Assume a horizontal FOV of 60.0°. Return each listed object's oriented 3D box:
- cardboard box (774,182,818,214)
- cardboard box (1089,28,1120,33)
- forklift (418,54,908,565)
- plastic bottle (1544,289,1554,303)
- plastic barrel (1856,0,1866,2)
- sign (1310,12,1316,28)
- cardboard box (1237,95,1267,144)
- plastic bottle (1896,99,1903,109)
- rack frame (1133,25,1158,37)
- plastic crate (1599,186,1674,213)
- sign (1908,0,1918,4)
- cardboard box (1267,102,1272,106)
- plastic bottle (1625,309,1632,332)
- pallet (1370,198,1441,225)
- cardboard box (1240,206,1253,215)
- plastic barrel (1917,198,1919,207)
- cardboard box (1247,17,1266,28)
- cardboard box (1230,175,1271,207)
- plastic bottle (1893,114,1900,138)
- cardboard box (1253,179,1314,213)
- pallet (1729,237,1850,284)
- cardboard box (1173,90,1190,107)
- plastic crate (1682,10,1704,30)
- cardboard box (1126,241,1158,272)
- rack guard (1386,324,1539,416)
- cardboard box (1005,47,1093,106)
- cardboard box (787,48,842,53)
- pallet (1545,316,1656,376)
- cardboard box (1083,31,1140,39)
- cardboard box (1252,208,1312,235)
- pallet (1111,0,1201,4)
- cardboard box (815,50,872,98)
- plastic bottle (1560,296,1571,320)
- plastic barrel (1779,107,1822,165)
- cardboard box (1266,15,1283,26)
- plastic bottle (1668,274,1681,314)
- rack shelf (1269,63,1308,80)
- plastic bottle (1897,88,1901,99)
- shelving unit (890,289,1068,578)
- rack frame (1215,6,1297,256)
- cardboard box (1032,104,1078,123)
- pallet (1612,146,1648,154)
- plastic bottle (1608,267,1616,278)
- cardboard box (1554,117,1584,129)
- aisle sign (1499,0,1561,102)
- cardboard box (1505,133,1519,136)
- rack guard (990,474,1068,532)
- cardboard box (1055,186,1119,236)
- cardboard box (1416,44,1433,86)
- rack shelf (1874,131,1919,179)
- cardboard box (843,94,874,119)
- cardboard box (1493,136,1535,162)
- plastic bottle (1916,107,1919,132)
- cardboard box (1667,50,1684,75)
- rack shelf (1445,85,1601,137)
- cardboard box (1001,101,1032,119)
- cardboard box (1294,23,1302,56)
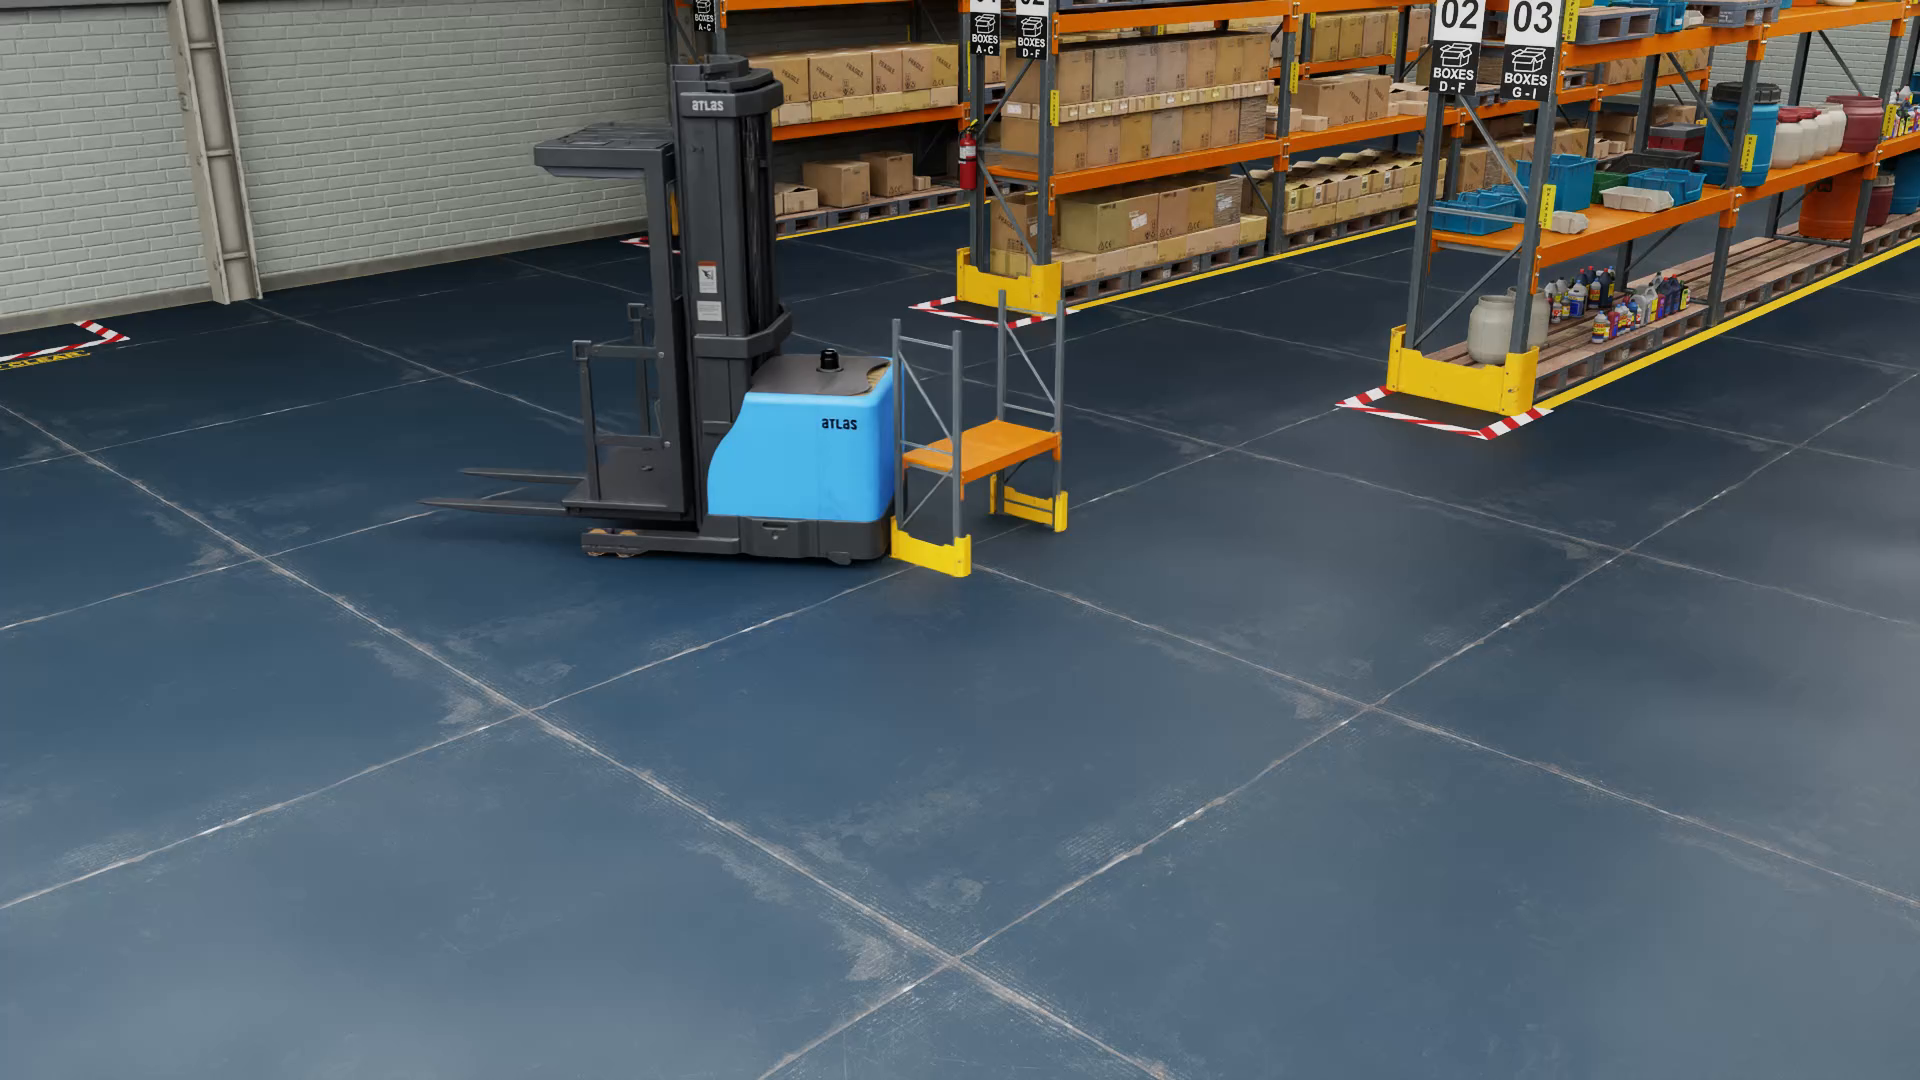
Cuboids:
[{"bbox_3d":[-2.110,-4.258,20.607,0.500,0.311,0.500,-17,27,-38],"label":"cardboard box"},{"bbox_3d":[2.093,-7.435,24.080,0.380,0.149,0.250,14,25,32],"label":"cardboard box"},{"bbox_3d":[-1.904,-1.441,10.238,3.031,2.935,1.130,3,21,8],"label":"forklift"},{"bbox_3d":[5.302,-2.136,15.134,0.152,0.276,0.135,18,28,39],"label":"plastic bottle"},{"bbox_3d":[9.488,-5.834,17.609,0.294,0.245,0.294,0,21,0],"label":"plastic barrel"},{"bbox_3d":[5.712,-8.461,26.903,0.100,0.325,0.005,19,28,41],"label":"sign"},{"bbox_3d":[2.982,-4.726,18.551,0.700,0.500,0.500,18,28,39],"label":"cardboard box"},{"bbox_3d":[11.665,-5.374,20.653,0.097,0.201,0.097,0,21,0],"label":"plastic bottle"},{"bbox_3d":[2.526,-7.063,24.768,1.000,3.000,0.127,19,28,41],"label":"rack frame"},{"bbox_3d":[5.882,-2.951,14.439,0.530,0.136,0.437,19,28,41],"label":"plastic crate"},{"bbox_3d":[10.023,-5.798,17.444,0.100,0.325,0.005,19,28,41],"label":"sign"},{"bbox_3d":[3.769,-5.005,19.602,0.396,0.266,0.258,18,28,39],"label":"cardboard box"},{"bbox_3d":[5.909,-1.953,14.762,0.097,0.201,0.097,0,21,0],"label":"plastic bottle"},{"bbox_3d":[5.475,-4.320,21.520,1.003,0.211,1.213,19,28,41],"label":"pallet"},{"bbox_3d":[3.369,-3.887,19.754,0.500,0.250,0.500,19,28,40],"label":"cardboard box"},{"bbox_3d":[12.022,-4.692,20.941,0.600,0.901,0.708,19,28,41],"label":"plastic barrel"},{"bbox_3d":[4.454,-8.191,26.078,0.500,0.250,0.500,-19,28,-41],"label":"cardboard box"},{"bbox_3d":[3.364,-4.146,19.645,0.500,0.311,0.500,19,28,41],"label":"cardboard box"},{"bbox_3d":[10.480,-4.674,18.728,0.152,0.276,0.135,19,28,41],"label":"plastic bottle"},{"bbox_3d":[3.754,-4.014,19.302,0.500,0.311,0.500,19,28,41],"label":"cardboard box"},{"bbox_3d":[9.056,-3.092,18.325,1.003,0.211,1.213,19,28,41],"label":"pallet"},{"bbox_3d":[2.181,-4.626,17.387,0.250,0.149,0.380,-19,28,-40],"label":"cardboard box"},{"bbox_3d":[6.003,-4.318,13.815,0.243,0.136,0.396,19,28,41],"label":"plastic crate"},{"bbox_3d":[1.725,-3.020,17.498,0.500,0.250,0.500,19,28,41],"label":"cardboard box"},{"bbox_3d":[4.062,-1.391,13.497,1.175,0.500,0.348,19,28,41],"label":"rack guard"},{"bbox_3d":[0.868,-4.550,16.284,0.700,0.500,0.500,19,28,41],"label":"cardboard box"},{"bbox_3d":[-1.812,-5.860,20.776,0.500,0.500,0.500,-20,29,-41],"label":"cardboard box"},{"bbox_3d":[5.484,-1.776,14.901,1.003,0.211,1.213,19,28,41],"label":"pallet"},{"bbox_3d":[2.205,-7.191,24.351,0.700,0.500,0.500,15,26,35],"label":"cardboard box"},{"bbox_3d":[3.746,-3.750,19.396,0.500,0.250,0.500,18,28,39],"label":"cardboard box"},{"bbox_3d":[1.860,-5.616,16.949,1.003,0.211,1.213,19,28,41],"label":"pallet"},{"bbox_3d":[-1.438,-5.734,20.449,0.500,0.500,0.500,-19,28,-40],"label":"cardboard box"},{"bbox_3d":[5.532,-2.126,15.211,0.097,0.201,0.097,0,21,0],"label":"plastic bottle"},{"bbox_3d":[8.472,-4.109,16.895,0.433,0.535,0.433,0,21,0],"label":"plastic barrel"},{"bbox_3d":[4.810,-8.323,26.419,0.500,0.250,0.500,-19,28,-41],"label":"cardboard box"},{"bbox_3d":[6.591,-2.286,15.420,0.144,0.351,0.185,18,28,39],"label":"plastic bottle"},{"bbox_3d":[3.921,-7.241,26.235,1.077,0.370,4.000,19,28,41],"label":"rack shelf"},{"bbox_3d":[11.853,-5.569,21.046,0.061,0.283,0.133,19,28,41],"label":"plastic bottle"},{"bbox_3d":[0.131,-0.687,10.272,0.587,1.500,1.083,16,26,36],"label":"shelving unit"},{"bbox_3d":[3.287,-4.795,18.870,1.000,3.000,0.127,19,28,41],"label":"rack frame"},{"bbox_3d":[0.925,-4.164,16.183,0.380,0.149,0.250,19,28,40],"label":"cardboard box"},{"bbox_3d":[10.199,-6.042,25.999,1.003,0.211,1.213,19,28,41],"label":"pallet"},{"bbox_3d":[6.297,-2.514,16.125,0.097,0.271,0.097,0,21,0],"label":"plastic bottle"},{"bbox_3d":[9.062,-6.108,25.156,0.500,0.500,0.500,19,28,41],"label":"cardboard box"},{"bbox_3d":[4.203,-3.648,12.262,0.394,0.787,0.004,19,28,41],"label":"aisle sign"},{"bbox_3d":[7.638,-5.561,23.732,0.500,0.500,0.500,20,29,41],"label":"cardboard box"},{"bbox_3d":[0.444,-0.243,10.858,0.587,0.250,0.087,16,26,36],"label":"rack guard"},{"bbox_3d":[1.345,-3.503,17.709,0.500,0.500,0.500,19,28,41],"label":"cardboard box"},{"bbox_3d":[6.436,-6.256,21.946,0.700,0.500,0.500,9,23,23],"label":"cardboard box"},{"bbox_3d":[11.019,-4.761,19.784,1.077,0.370,4.000,19,28,41],"label":"rack shelf"},{"bbox_3d":[-1.421,-5.387,20.591,0.500,0.250,0.500,20,28,41],"label":"cardboard box"},{"bbox_3d":[7.675,-5.307,23.071,0.500,0.500,0.500,18,27,39],"label":"cardboard box"},{"bbox_3d":[11.063,-4.873,19.251,0.097,0.271,0.097,0,21,0],"label":"plastic bottle"},{"bbox_3d":[10.829,-7.482,25.721,0.500,0.500,0.500,20,28,41],"label":"cardboard box"},{"bbox_3d":[7.473,-6.002,23.012,1.077,0.370,4.000,19,28,41],"label":"rack shelf"},{"bbox_3d":[0.627,-4.263,16.440,0.380,0.149,0.250,19,28,40],"label":"cardboard box"},{"bbox_3d":[5.175,-8.104,26.896,0.500,0.500,0.500,19,28,40],"label":"cardboard box"}]
